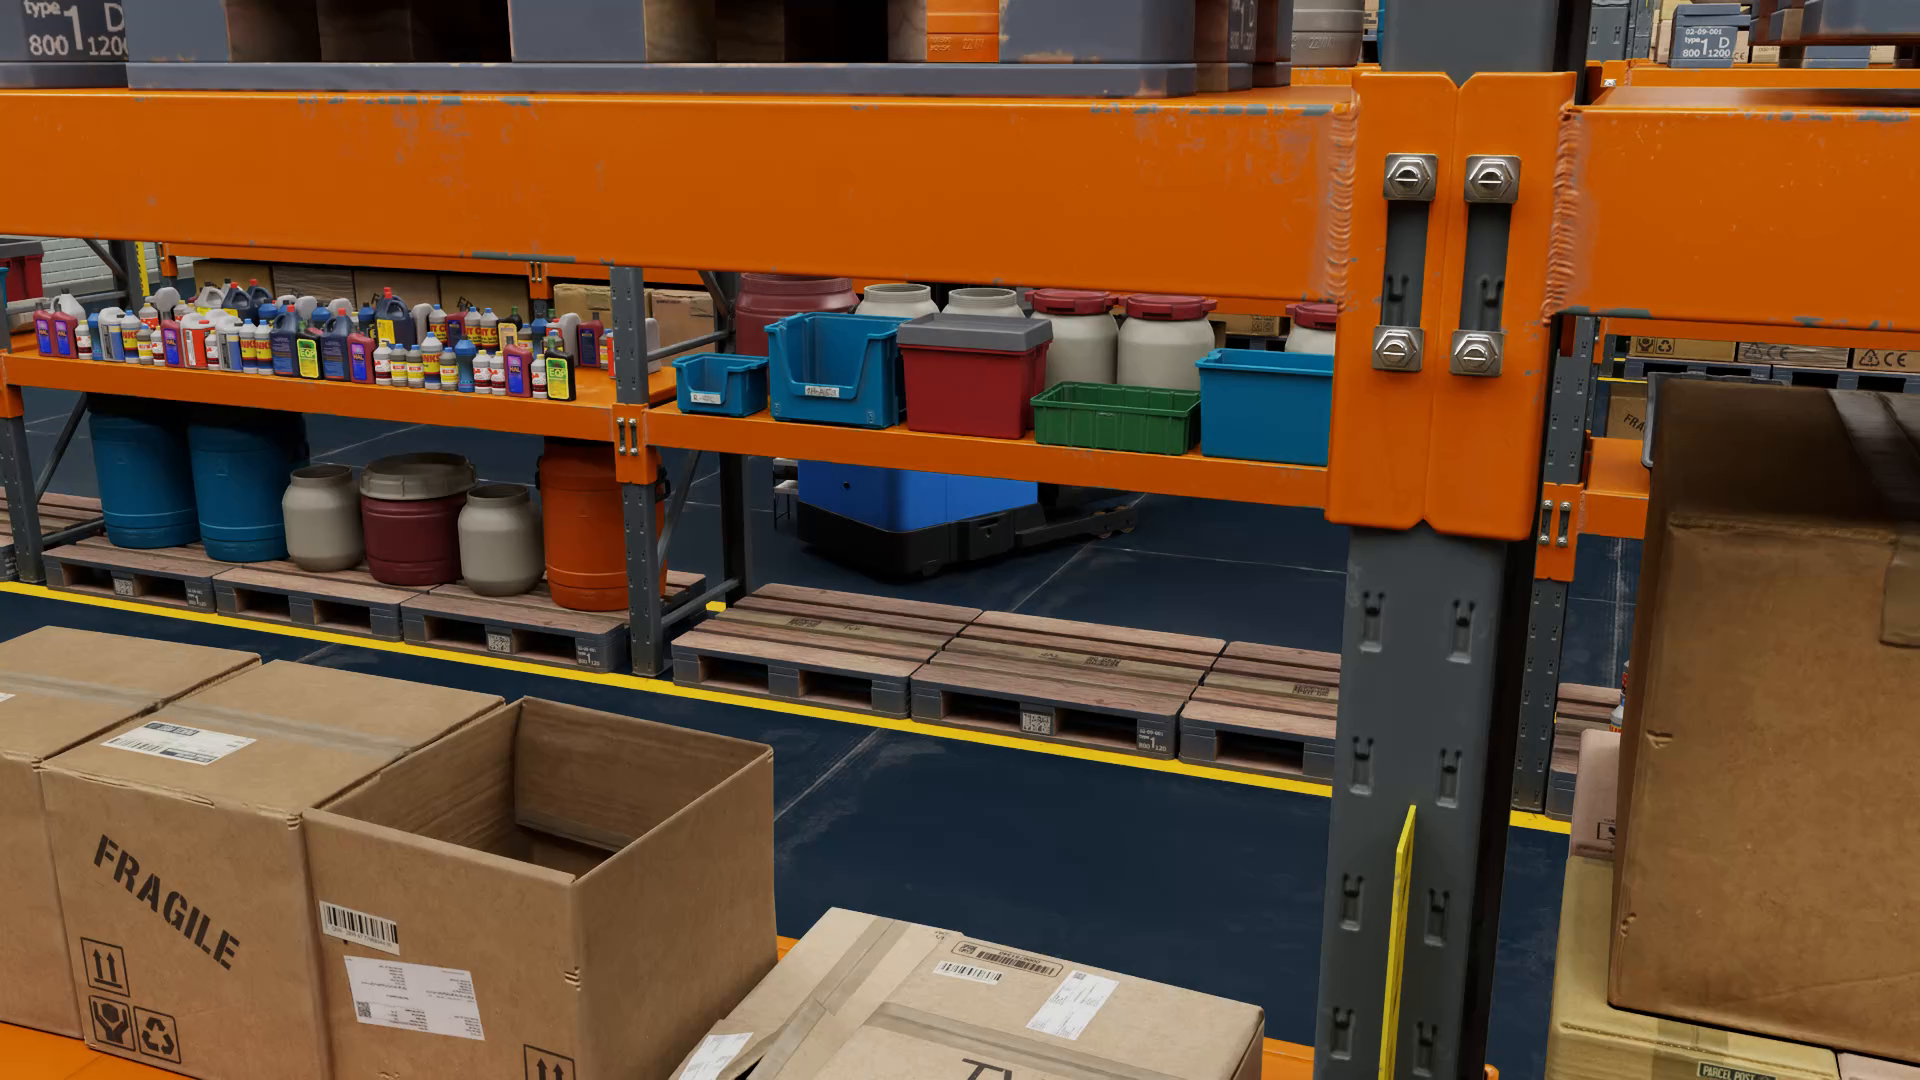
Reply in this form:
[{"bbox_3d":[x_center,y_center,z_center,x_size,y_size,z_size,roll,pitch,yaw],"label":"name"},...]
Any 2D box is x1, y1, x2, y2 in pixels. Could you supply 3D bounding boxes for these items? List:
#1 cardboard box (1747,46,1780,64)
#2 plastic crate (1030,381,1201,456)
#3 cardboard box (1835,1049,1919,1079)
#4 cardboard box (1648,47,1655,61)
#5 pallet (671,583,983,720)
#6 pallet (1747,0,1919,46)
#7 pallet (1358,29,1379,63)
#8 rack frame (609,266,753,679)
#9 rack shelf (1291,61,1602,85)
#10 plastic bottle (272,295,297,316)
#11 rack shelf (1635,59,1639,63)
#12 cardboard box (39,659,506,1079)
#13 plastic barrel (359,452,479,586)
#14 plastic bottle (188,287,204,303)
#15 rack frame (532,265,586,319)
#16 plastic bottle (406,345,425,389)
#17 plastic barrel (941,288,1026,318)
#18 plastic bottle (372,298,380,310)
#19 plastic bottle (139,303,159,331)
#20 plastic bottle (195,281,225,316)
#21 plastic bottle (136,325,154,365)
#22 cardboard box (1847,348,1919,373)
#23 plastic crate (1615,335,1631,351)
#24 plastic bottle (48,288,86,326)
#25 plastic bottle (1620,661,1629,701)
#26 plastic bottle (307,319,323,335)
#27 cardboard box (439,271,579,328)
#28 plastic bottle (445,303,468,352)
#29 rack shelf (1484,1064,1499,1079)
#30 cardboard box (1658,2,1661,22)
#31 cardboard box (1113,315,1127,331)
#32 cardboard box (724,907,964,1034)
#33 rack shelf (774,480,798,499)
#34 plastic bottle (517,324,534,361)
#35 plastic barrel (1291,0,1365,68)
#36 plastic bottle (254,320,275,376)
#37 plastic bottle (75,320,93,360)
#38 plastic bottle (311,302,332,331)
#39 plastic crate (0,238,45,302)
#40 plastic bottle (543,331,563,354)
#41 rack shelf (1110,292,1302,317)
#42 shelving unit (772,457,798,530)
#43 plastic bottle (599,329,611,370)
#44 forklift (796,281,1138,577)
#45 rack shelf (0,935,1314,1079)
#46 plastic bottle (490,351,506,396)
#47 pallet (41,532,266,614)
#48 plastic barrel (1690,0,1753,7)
[{"bbox_3d":[5.032,-2.994,9.996,0.500,0.250,0.500,6,17,20],"label":"cardboard box"},{"bbox_3d":[0.672,-0.510,6.929,0.662,0.188,0.450,6,17,21],"label":"plastic crate"},{"bbox_3d":[0.987,0.522,1.653,0.250,0.149,0.380,7,17,21],"label":"cardboard box"},{"bbox_3d":[8.051,-5.584,19.100,0.250,0.149,0.380,6,17,20],"label":"cardboard box"},{"bbox_3d":[-0.619,0.513,8.028,1.213,0.211,1.003,6,17,21],"label":"pallet"},{"bbox_3d":[1.378,-0.539,1.430,1.213,0.211,1.003,6,17,21],"label":"pallet"},{"bbox_3d":[2.712,-3.337,11.246,1.003,0.211,1.213,6,17,21],"label":"pallet"},{"bbox_3d":[-1.325,-0.916,7.947,0.127,3.000,1.000,6,17,21],"label":"rack frame"},{"bbox_3d":[0.535,-1.806,6.924,4.000,0.370,1.077,6,17,21],"label":"rack shelf"},{"bbox_3d":[-3.752,-1.220,9.217,0.135,0.276,0.152,6,17,21],"label":"plastic bottle"},{"bbox_3d":[4.266,-4.367,15.745,4.000,0.370,1.077,6,17,21],"label":"rack shelf"},{"bbox_3d":[-1.090,0.542,2.747,0.500,0.500,0.500,6,17,21],"label":"cardboard box"},{"bbox_3d":[-2.837,-0.120,8.780,0.708,0.588,0.600,6,17,21],"label":"plastic barrel"},{"bbox_3d":[-4.329,-1.300,9.482,0.133,0.283,0.061,6,17,21],"label":"plastic bottle"},{"bbox_3d":[-3.229,-2.609,13.781,0.127,3.000,1.000,6,17,21],"label":"rack frame"},{"bbox_3d":[-2.626,-0.841,8.046,0.097,0.201,0.097,0,16,0],"label":"plastic bottle"},{"bbox_3d":[0.102,-0.876,7.611,0.421,0.512,0.421,0,16,0],"label":"plastic barrel"},{"bbox_3d":[-3.179,-1.174,9.046,0.133,0.283,0.061,6,17,21],"label":"plastic bottle"},{"bbox_3d":[-4.590,-1.239,9.416,0.097,0.201,0.097,0,16,0],"label":"plastic bottle"},{"bbox_3d":[-4.124,-1.254,9.203,0.185,0.351,0.144,6,17,21],"label":"plastic bottle"},{"bbox_3d":[-4.227,-1.017,8.652,0.097,0.201,0.097,0,16,0],"label":"plastic bottle"},{"bbox_3d":[8.373,-1.981,14.674,0.875,0.875,0.875,6,17,20],"label":"cardboard box"},{"bbox_3d":[6.769,-2.066,16.851,0.450,0.188,0.662,-24,27,-33],"label":"plastic crate"},{"bbox_3d":[-4.800,-1.177,8.936,0.185,0.351,0.144,6,17,21],"label":"plastic bottle"},{"bbox_3d":[2.847,0.583,7.017,0.097,0.201,0.097,0,16,0],"label":"plastic bottle"},{"bbox_3d":[-3.195,-0.955,8.294,0.133,0.283,0.061,6,17,21],"label":"plastic bottle"},{"bbox_3d":[-3.814,-1.879,14.323,0.875,0.875,0.875,6,17,21],"label":"cardboard box"},{"bbox_3d":[-2.668,-1.118,8.852,0.133,0.283,0.061,6,17,21],"label":"plastic bottle"},{"bbox_3d":[2.435,1.328,1.509,4.000,0.370,1.077,6,17,21],"label":"rack shelf"},{"bbox_3d":[4.621,-3.393,10.653,0.250,0.149,0.380,7,18,22],"label":"cardboard box"},{"bbox_3d":[1.126,-1.510,12.345,0.500,0.250,0.500,7,18,23],"label":"cardboard box"},{"bbox_3d":[-0.175,0.755,2.644,0.250,0.149,0.380,6,17,21],"label":"cardboard box"},{"bbox_3d":[-1.026,-0.316,10.415,0.200,0.077,0.258,5,17,16],"label":"rack shelf"},{"bbox_3d":[-2.262,-1.028,8.691,0.097,0.201,0.097,0,16,0],"label":"plastic bottle"},{"bbox_3d":[1.234,-2.250,6.265,0.600,0.901,0.600,0,16,0],"label":"plastic barrel"},{"bbox_3d":[-3.490,-0.969,8.363,0.097,0.271,0.097,0,16,0],"label":"plastic bottle"},{"bbox_3d":[-4.624,-1.060,8.802,0.097,0.201,0.097,0,16,0],"label":"plastic bottle"},{"bbox_3d":[-3.440,-1.146,8.971,0.097,0.271,0.097,0,16,0],"label":"plastic bottle"},{"bbox_3d":[-5.785,-1.541,9.878,0.583,0.464,0.402,6,17,21],"label":"plastic crate"},{"bbox_3d":[-2.068,-0.961,8.461,0.097,0.201,0.097,0,16,0],"label":"plastic bottle"},{"bbox_3d":[2.352,-1.650,11.767,4.000,0.370,1.077,6,17,21],"label":"rack shelf"},{"bbox_3d":[-1.026,-0.521,10.355,0.210,0.900,0.258,5,17,16],"label":"shelving unit"},{"bbox_3d":[-1.798,-0.977,8.516,0.097,0.201,0.097,0,16,0],"label":"plastic bottle"},{"bbox_3d":[0.482,-1.518,10.146,3.031,2.935,1.130,-13,21,-38],"label":"forklift"},{"bbox_3d":[-1.286,0.919,2.919,4.000,0.370,1.077,6,17,21],"label":"rack shelf"},{"bbox_3d":[-2.174,-0.791,7.874,0.097,0.201,0.097,0,16,0],"label":"plastic bottle"},{"bbox_3d":[-4.344,0.104,9.436,1.213,0.211,1.003,6,17,21],"label":"pallet"},{"bbox_3d":[2.724,-2.107,5.718,0.421,0.512,0.421,0,16,0],"label":"plastic barrel"}]
